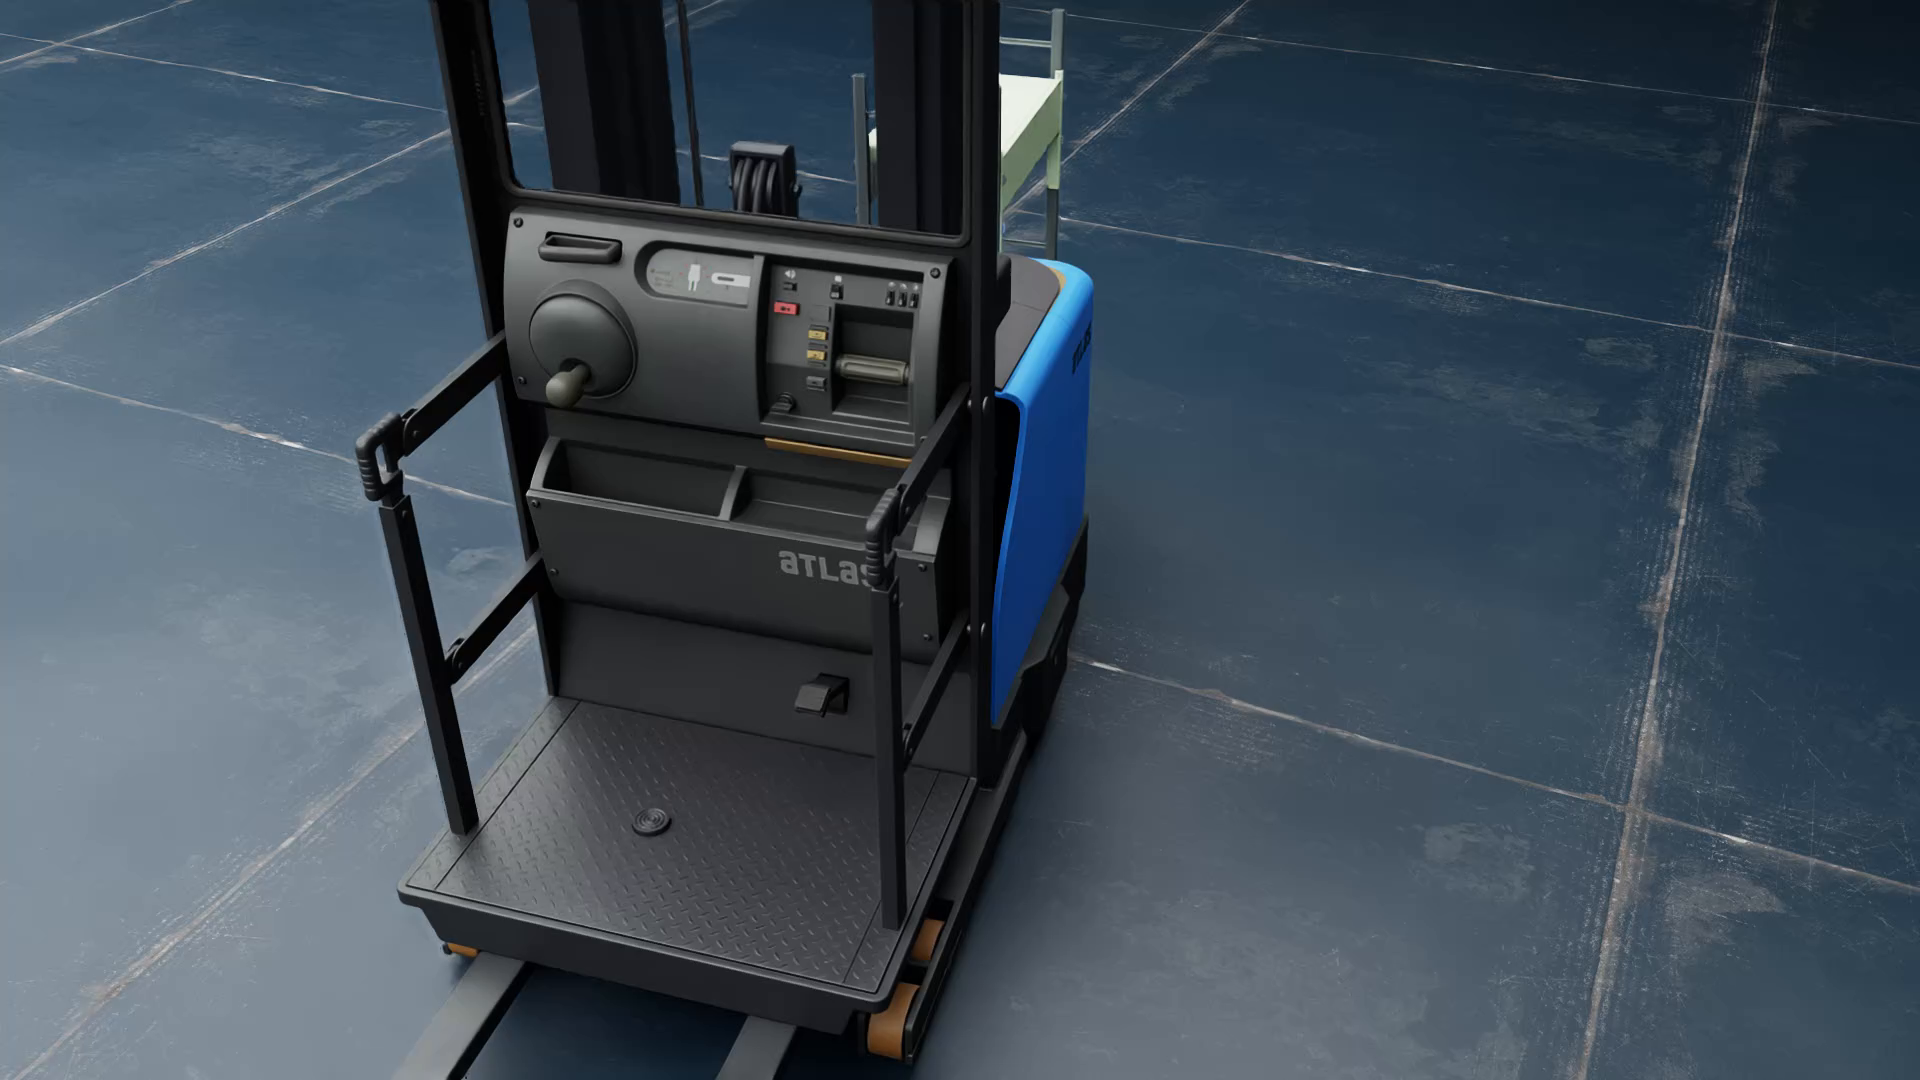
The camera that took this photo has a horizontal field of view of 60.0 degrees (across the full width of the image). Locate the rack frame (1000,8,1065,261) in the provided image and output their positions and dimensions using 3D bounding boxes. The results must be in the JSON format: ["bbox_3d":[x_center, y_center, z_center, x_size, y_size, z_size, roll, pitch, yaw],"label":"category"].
[{"bbox_3d":[0.115,-0.961,5.348,0.400,1.500,0.023,9,34,13],"label":"rack frame"}]

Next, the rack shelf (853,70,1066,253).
[{"bbox_3d":[0.014,-1.094,4.839,0.431,0.370,0.720,9,34,13],"label":"rack shelf"}]

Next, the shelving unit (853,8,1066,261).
[{"bbox_3d":[0.014,-0.768,5.053,0.431,1.500,0.755,9,34,13],"label":"shelving unit"}]

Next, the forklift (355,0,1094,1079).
[{"bbox_3d":[-0.534,-0.361,3.128,1.130,2.935,3.031,9,34,14],"label":"forklift"}]

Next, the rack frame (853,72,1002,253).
[{"bbox_3d":[-0.087,-0.575,4.759,0.400,1.500,0.023,9,34,13],"label":"rack frame"}]
